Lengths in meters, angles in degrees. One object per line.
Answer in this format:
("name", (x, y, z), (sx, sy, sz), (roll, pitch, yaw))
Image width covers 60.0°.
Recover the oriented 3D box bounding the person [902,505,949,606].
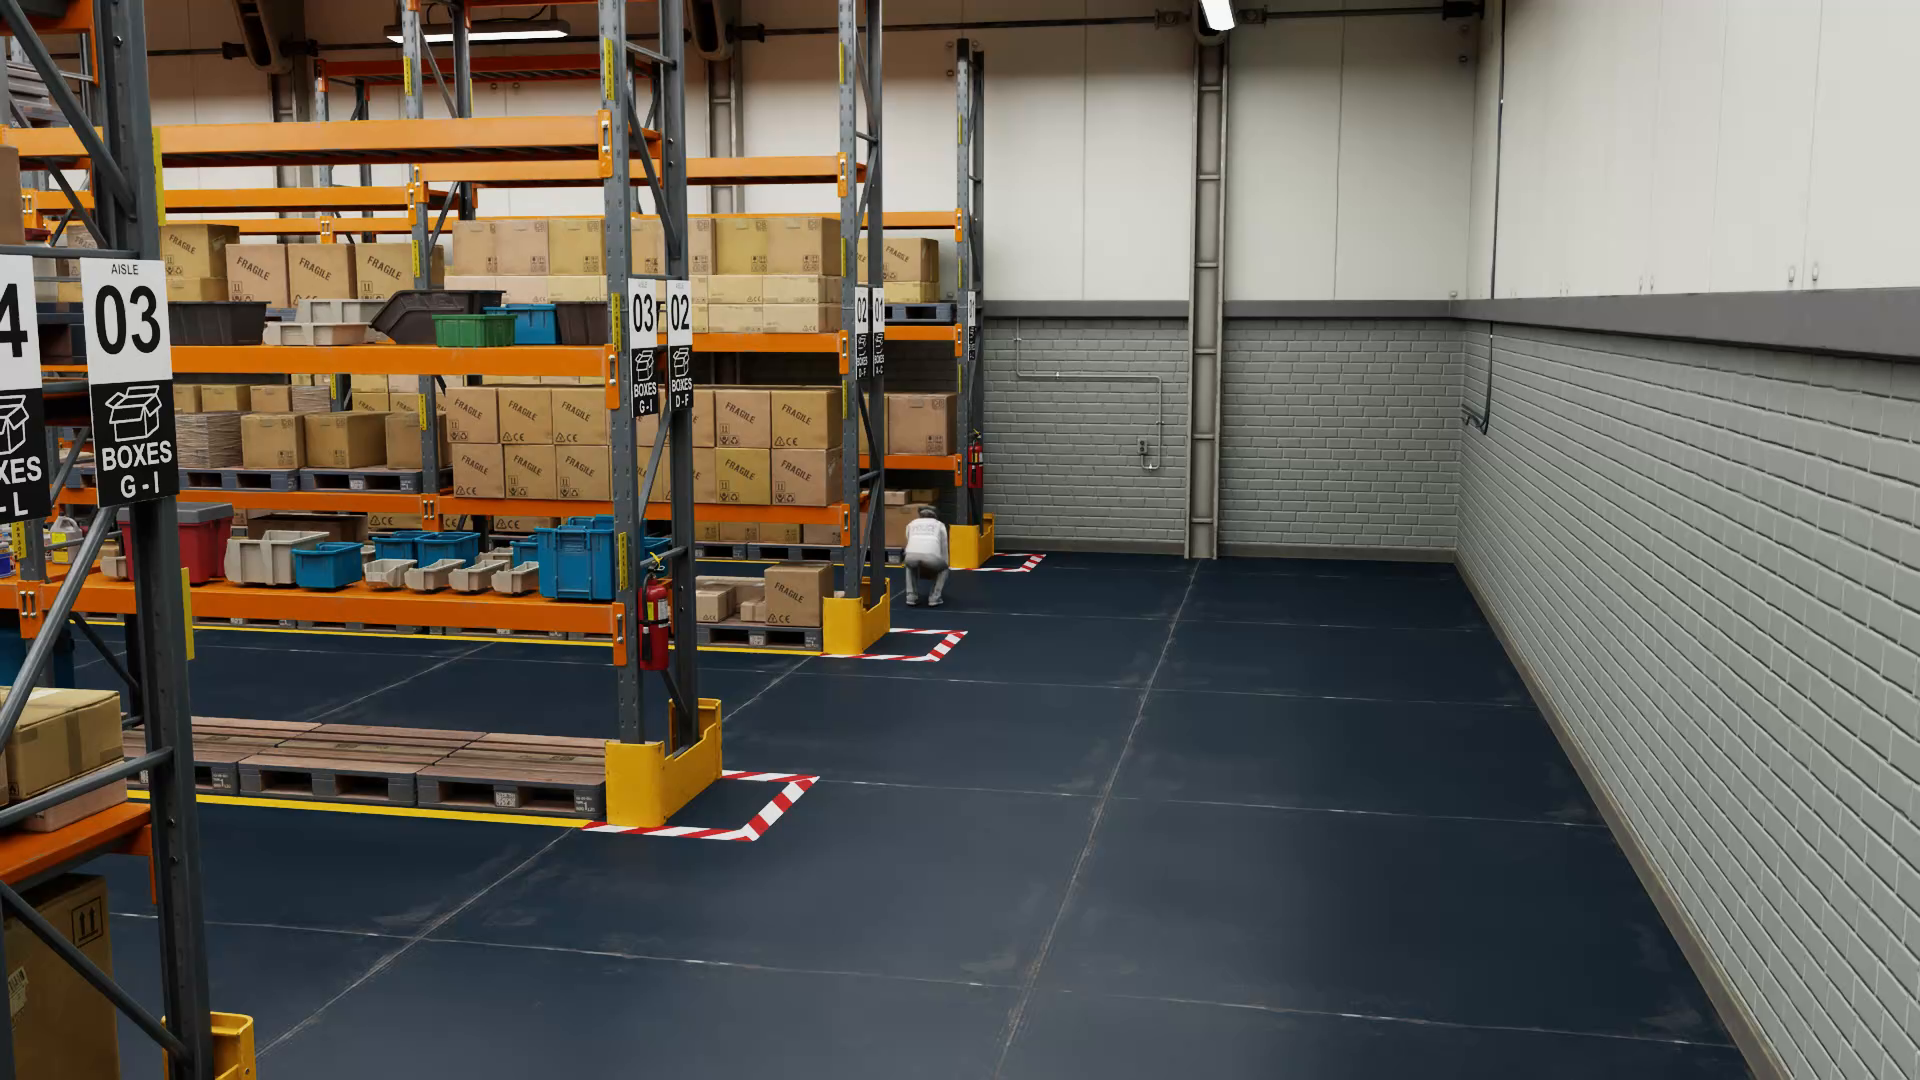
("person", (-0.348, 0.161, 17.147), (0.458, 0.984, 0.867), (1, 8, 10))
